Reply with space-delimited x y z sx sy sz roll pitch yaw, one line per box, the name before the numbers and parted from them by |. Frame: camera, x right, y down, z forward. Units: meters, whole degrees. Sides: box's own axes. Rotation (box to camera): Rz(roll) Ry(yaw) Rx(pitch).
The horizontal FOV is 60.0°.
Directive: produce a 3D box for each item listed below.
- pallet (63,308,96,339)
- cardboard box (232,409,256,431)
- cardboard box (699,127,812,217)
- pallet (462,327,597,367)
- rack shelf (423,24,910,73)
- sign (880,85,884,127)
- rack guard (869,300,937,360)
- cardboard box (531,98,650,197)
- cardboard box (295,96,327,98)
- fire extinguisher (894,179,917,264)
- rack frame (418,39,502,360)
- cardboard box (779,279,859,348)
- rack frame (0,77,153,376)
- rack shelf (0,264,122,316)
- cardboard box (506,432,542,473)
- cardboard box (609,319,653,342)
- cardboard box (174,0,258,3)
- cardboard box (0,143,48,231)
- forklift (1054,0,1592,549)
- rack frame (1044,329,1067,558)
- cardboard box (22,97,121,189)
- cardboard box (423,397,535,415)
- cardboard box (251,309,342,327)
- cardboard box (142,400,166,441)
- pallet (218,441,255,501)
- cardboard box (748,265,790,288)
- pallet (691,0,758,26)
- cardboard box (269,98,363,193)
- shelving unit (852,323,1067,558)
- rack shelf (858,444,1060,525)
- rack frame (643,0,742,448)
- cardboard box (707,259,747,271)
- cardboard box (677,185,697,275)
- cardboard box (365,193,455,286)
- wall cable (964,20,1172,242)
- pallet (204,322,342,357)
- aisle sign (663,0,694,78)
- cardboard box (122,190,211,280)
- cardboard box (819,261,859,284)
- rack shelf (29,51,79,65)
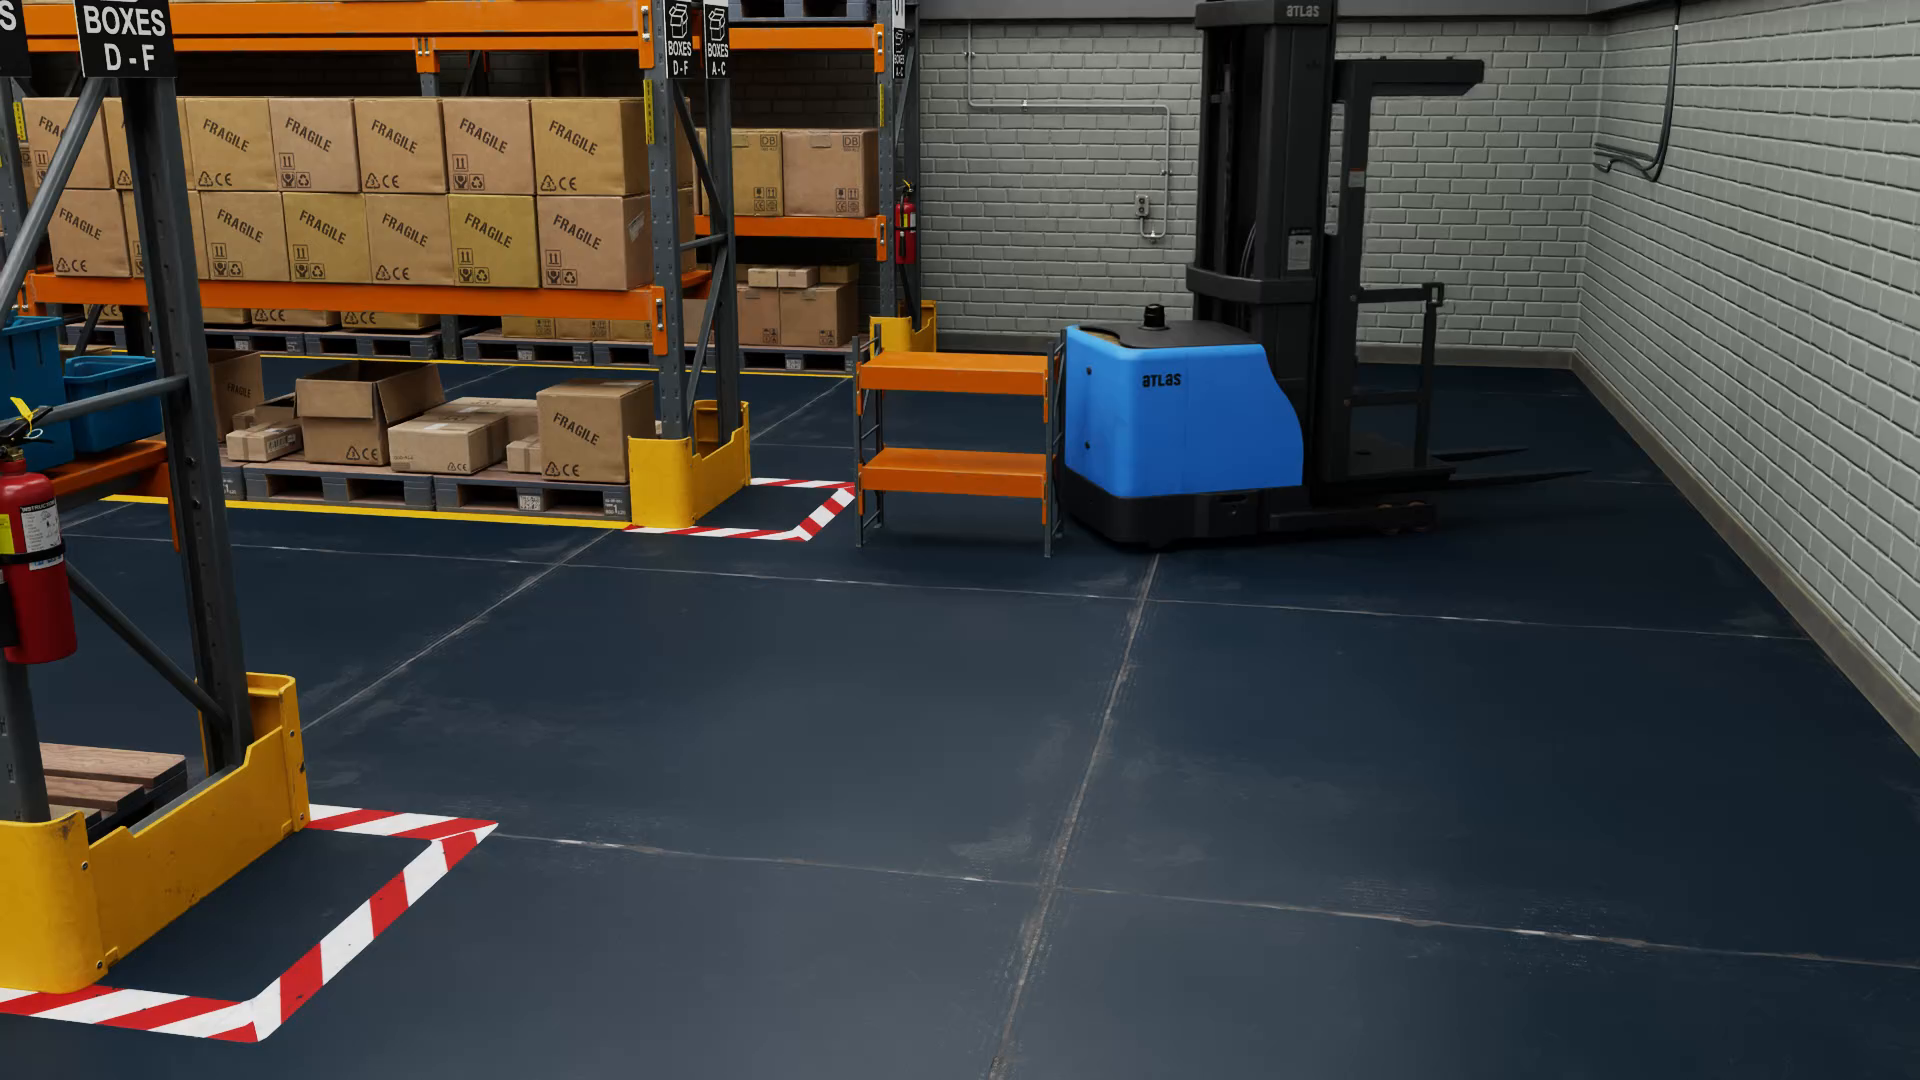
pallet | -9.109 -2.081 16.110 1.213 0.211 1.003 3 16 11
cardboard box | -4.413 -0.752 10.604 0.250 0.149 0.380 3 16 11
cardboard box | -1.721 -3.162 14.228 0.700 0.700 0.980 3 16 11
pallet | -3.694 -1.766 14.971 1.213 0.211 1.003 3 16 11
rack shelf | -2.464 -4.163 14.130 4.000 0.370 1.077 3 16 11
sign | -0.626 -3.489 13.354 0.005 0.325 0.100 3 16 11
rack guard | -0.481 -1.752 14.379 0.348 0.500 1.175 3 16 11
cardboard box | -1.978 -2.143 9.050 0.500 0.500 0.500 3 16 11
cardboard box | -3.864 -2.392 9.947 0.500 0.500 0.500 3 16 12
fire extinguisher | -0.448 -2.612 13.645 0.183 0.674 0.296 3 16 11
rack frame | -4.424 -3.170 14.818 0.127 3.000 1.000 3 16 11
cardboard box | -1.210 -1.966 14.368 0.500 0.500 0.700 3 16 11
rack frame | -5.407 -1.874 10.139 0.127 3.000 1.000 3 16 11
rack shelf | -7.367 -1.634 10.619 4.000 0.370 1.077 3 16 11
cardboard box | -2.448 -0.518 9.725 0.250 0.166 0.380 3 16 11
cardboard box | -2.717 -2.046 14.655 0.500 0.500 0.700 3 16 12
cardboard box | -4.001 -3.102 9.235 0.500 0.250 0.500 3 16 11
cardboard box | -5.827 -2.209 10.372 0.500 0.500 0.700 -2 16 -8
forklift | 2.115 -1.571 9.173 3.031 2.935 1.130 -5 16 -16
rack frame | 0.505 -0.515 8.743 0.032 1.125 0.500 3 16 11
cardboard box | -5.002 -2.306 9.636 0.500 0.500 0.500 4 16 13
cardboard box | -2.944 -0.705 10.244 0.500 0.250 0.500 3 16 11
cardboard box | -5.958 -2.384 15.219 0.750 0.750 0.750 4 16 13
cardboard box | -5.039 -0.712 10.155 0.500 0.311 0.500 3 16 11
pallet | -4.734 -0.494 10.379 1.213 0.211 1.003 3 16 11
cardboard box | -1.623 -2.252 14.182 0.250 0.149 0.380 4 16 13
pallet | -2.432 -4.461 14.026 1.213 0.211 1.003 3 16 11
cardboard box | -3.486 -2.224 9.340 0.500 0.500 0.500 4 16 13
shelving unit | 0.007 -0.542 8.841 1.048 1.125 0.538 3 16 11
rack shelf | 0.007 -0.306 8.906 1.000 0.278 0.538 3 16 11
rack frame | -1.488 -1.662 9.371 0.127 3.000 1.000 3 16 11
cardboard box | -2.039 -2.378 14.639 0.250 0.149 0.380 3 16 12
cardboard box | -1.870 -1.802 9.692 0.500 0.500 0.500 3 16 12
cardboard box | -2.978 -1.717 9.384 0.500 0.500 0.500 3 16 12
wall cable | 0.939 -3.627 14.562 1.851 1.984 0.084 3 16 11
pallet | -6.394 -1.912 15.500 1.213 0.211 1.003 3 16 11
aisle sign | -1.482 -2.831 8.722 0.004 0.787 0.394 3 16 11
cardboard box | -4.460 -1.798 9.675 0.500 0.500 0.500 3 16 12
cardboard box | -1.048 -2.325 14.446 0.250 0.149 0.380 3 16 11
rack shelf | -10.303 -4.588 15.666 4.000 0.370 1.077 3 16 11
